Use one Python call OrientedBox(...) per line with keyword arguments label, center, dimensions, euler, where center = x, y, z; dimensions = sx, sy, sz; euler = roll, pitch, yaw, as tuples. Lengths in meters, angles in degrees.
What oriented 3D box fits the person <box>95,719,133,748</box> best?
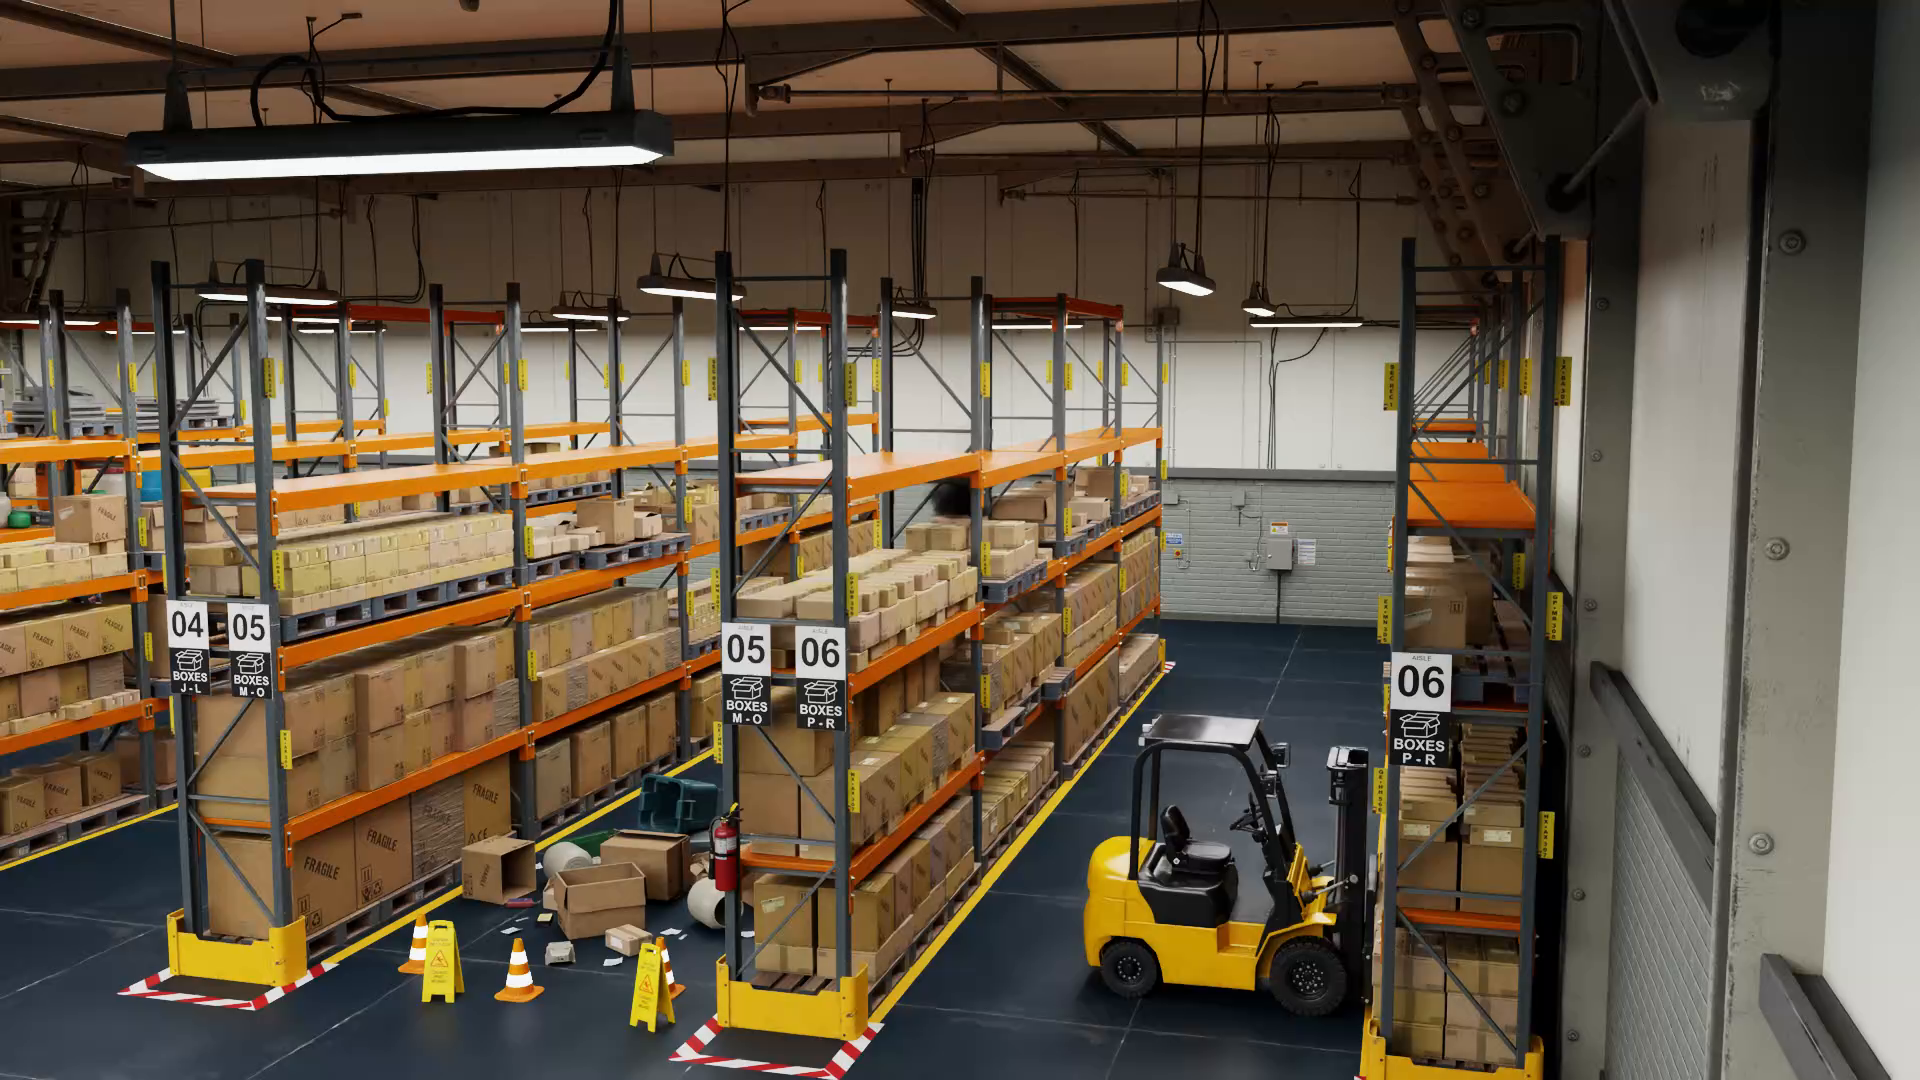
OrientedBox(label="person", center=(-11.535, 1.911, 22.559), dimensions=(0.670, 1.816, 0.748), euler=(0, 6, 0))
